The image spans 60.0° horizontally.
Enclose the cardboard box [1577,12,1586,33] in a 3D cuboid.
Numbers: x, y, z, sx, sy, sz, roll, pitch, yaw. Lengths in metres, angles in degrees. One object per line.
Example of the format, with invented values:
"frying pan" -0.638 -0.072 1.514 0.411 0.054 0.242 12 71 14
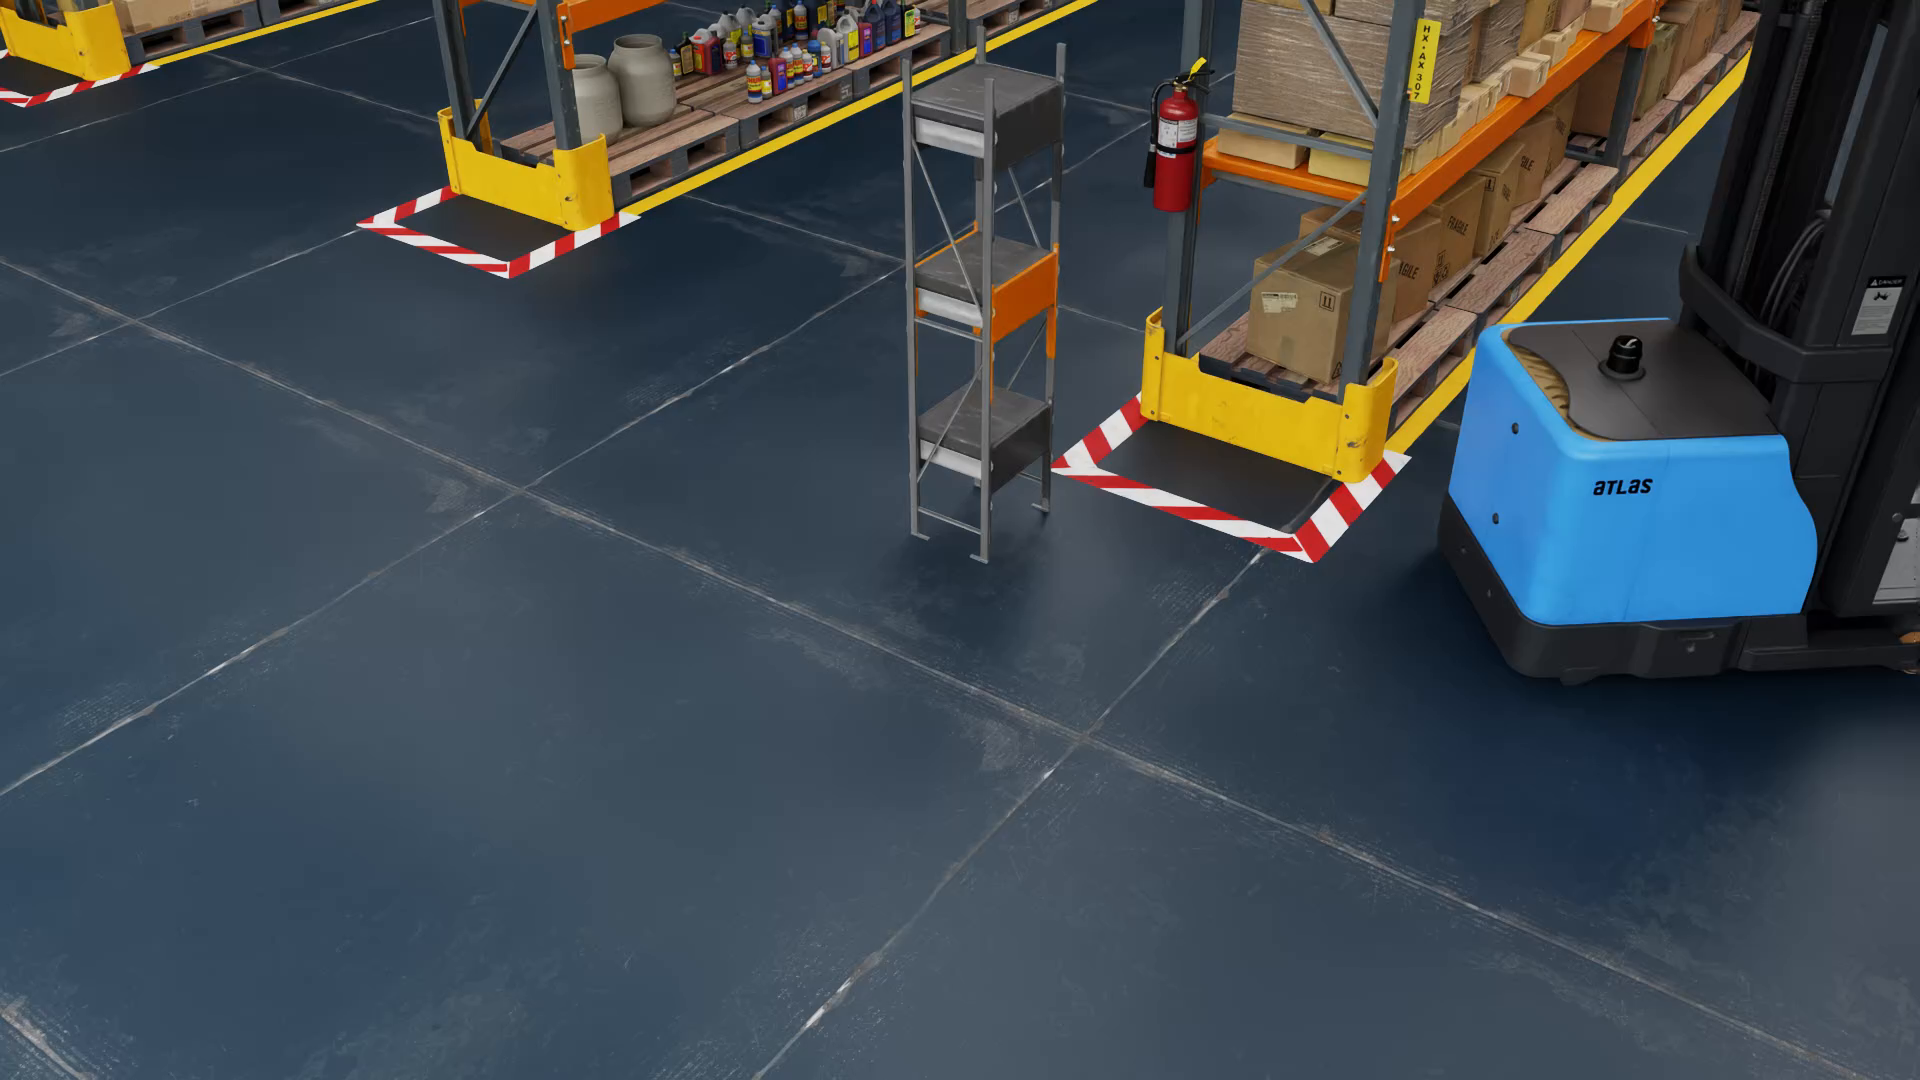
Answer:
"cardboard box" 3.150 -2.831 8.983 0.380 0.149 0.250 21 39 28

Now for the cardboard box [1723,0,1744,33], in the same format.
"cardboard box" 5.590 -4.233 12.670 0.700 0.500 0.500 19 38 26

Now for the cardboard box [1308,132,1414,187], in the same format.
"cardboard box" 1.753 -1.670 7.266 0.380 0.149 0.250 21 39 28

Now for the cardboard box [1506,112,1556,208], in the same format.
"cardboard box" 3.094 -2.261 9.772 0.500 0.500 0.500 -23 40 -30

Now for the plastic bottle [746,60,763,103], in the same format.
"plastic bottle" -1.385 -3.088 11.181 0.097 0.271 0.097 0 34 0

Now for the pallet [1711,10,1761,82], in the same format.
"pallet" 5.509 -3.886 12.808 1.003 0.211 1.213 21 39 28

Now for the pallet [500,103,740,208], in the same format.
"pallet" -2.202 -2.568 10.859 1.003 0.211 1.213 21 39 28

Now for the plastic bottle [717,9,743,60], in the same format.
"plastic bottle" -1.651 -3.620 11.897 0.144 0.351 0.185 23 40 30

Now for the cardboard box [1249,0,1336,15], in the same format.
"cardboard box" 1.505 -2.630 7.214 0.500 0.500 0.500 21 39 28

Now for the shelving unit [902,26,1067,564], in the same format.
"shelving unit" 0.094 -0.946 6.774 0.431 2.100 0.503 21 39 28

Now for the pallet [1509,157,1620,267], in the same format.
"pallet" 3.321 -2.084 10.143 1.003 0.211 1.213 21 39 28

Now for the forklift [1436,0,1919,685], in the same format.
"forklift" 3.585 -0.986 6.092 3.031 2.935 1.130 -3 34 -4

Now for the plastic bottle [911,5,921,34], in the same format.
"plastic bottle" -0.345 -3.898 12.442 0.097 0.201 0.097 0 34 0

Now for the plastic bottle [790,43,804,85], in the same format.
"plastic bottle" -1.132 -3.292 11.482 0.097 0.271 0.097 0 34 0

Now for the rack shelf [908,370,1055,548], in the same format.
"rack shelf" 0.094 -0.355 7.174 0.431 0.518 0.480 21 39 28

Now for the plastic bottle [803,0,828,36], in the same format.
"plastic bottle" -1.076 -3.942 12.373 0.144 0.351 0.185 21 39 28

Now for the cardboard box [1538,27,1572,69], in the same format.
"cardboard box" 2.927 -2.577 8.607 0.380 0.149 0.250 21 39 28

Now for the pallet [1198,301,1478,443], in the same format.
"pallet" 1.930 -0.961 8.483 1.003 0.211 1.213 21 39 28

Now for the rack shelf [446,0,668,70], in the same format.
"rack shelf" -1.534 -3.923 11.016 1.077 0.370 4.000 21 39 28

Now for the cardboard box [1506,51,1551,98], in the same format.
"cardboard box" 2.688 -2.329 8.241 0.380 0.149 0.250 21 39 28

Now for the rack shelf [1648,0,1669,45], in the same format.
"rack shelf" 4.816 -4.182 11.399 1.077 0.370 4.000 21 39 28

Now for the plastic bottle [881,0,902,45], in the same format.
"plastic bottle" -0.524 -3.838 12.220 0.144 0.351 0.185 20 39 27

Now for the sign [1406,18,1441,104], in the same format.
"sign" 1.840 -1.904 6.615 0.100 0.325 0.005 21 39 28

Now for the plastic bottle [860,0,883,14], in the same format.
"plastic bottle" -0.643 -3.884 12.288 0.144 0.351 0.185 21 39 28

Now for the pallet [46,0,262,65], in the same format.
"pallet" -6.340 -4.095 13.117 1.003 0.211 1.213 21 39 28

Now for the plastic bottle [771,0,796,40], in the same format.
"plastic bottle" -1.302 -3.901 12.313 0.144 0.351 0.185 20 39 26

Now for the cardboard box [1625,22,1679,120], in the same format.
"cardboard box" 4.330 -3.196 11.136 0.700 0.500 0.500 21 39 28

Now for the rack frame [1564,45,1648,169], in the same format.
"rack frame" 3.675 -3.560 9.836 1.000 3.000 0.127 21 39 28

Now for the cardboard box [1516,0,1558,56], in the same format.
"cardboard box" 2.532 -2.839 8.415 0.875 0.500 0.500 21 39 28

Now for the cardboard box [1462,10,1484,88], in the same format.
"cardboard box" 1.917 -2.396 7.761 0.875 0.500 0.500 21 39 28

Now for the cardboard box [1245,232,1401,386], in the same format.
"cardboard box" 1.764 -1.139 8.114 0.500 0.500 0.500 -29 43 -35

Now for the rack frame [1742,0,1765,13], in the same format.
"rack frame" 5.956 -5.400 12.558 1.000 3.000 0.127 21 39 28

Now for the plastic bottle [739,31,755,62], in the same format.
"plastic bottle" -1.527 -3.539 11.911 0.097 0.201 0.097 0 34 0

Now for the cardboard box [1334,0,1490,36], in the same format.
"cardboard box" 1.932 -2.464 6.968 0.500 0.500 0.500 21 39 28

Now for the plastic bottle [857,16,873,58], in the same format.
"plastic bottle" -0.692 -3.634 11.978 0.061 0.283 0.133 24 41 31

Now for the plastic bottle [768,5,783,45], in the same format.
"plastic bottle" -1.356 -3.788 12.217 0.097 0.271 0.097 0 34 0

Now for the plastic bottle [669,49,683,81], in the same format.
"plastic bottle" -1.987 -3.309 11.571 0.097 0.201 0.097 0 34 0

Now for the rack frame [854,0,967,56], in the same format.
"rack frame" -0.394 -5.142 12.175 1.000 3.000 0.127 21 39 28

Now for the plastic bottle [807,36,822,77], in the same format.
"plastic bottle" -1.017 -3.385 11.620 0.097 0.271 0.097 0 34 0

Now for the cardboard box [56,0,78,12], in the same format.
"cardboard box" -6.679 -4.261 12.953 0.500 0.250 0.500 21 39 28

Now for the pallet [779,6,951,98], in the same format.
"pallet" -0.811 -3.691 12.519 1.003 0.211 1.213 21 39 28

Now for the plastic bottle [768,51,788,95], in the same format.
"plastic bottle" -1.241 -3.191 11.323 0.061 0.283 0.133 22 40 29

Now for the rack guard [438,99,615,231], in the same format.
"rack guard" -2.670 -2.315 10.228 1.175 0.500 0.348 21 39 28

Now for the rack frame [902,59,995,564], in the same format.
"rack frame" -0.045 -0.834 6.608 0.400 2.100 0.015 21 39 28

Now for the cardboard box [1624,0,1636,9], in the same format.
"cardboard box" 3.644 -3.151 9.456 0.380 0.149 0.250 21 39 28

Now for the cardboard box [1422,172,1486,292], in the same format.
"cardboard box" 2.450 -1.707 8.954 0.500 0.500 0.500 25 42 32

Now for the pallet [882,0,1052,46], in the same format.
"pallet" 0.022 -4.360 13.509 1.003 0.211 1.213 21 39 28

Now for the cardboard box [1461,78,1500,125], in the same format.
"cardboard box" 2.340 -2.123 7.937 0.380 0.149 0.250 21 39 28

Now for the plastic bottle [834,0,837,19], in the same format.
"plastic bottle" -0.993 -4.111 12.757 0.097 0.201 0.097 0 34 0

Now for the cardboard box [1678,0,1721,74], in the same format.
"cardboard box" 4.967 -3.710 11.897 0.700 0.500 0.500 25 41 32

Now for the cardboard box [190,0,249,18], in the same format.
"cardboard box" -5.971 -4.327 13.050 0.500 0.250 0.500 21 39 28

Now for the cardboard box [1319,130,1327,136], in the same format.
"cardboard box" 1.530 -1.927 7.646 0.380 0.149 0.250 21 39 28

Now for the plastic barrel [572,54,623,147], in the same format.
"plastic barrel" -2.362 -2.772 10.517 0.421 0.512 0.421 0 34 0

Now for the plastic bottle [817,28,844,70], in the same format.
"plastic bottle" -0.914 -3.497 11.782 0.152 0.276 0.135 22 40 29

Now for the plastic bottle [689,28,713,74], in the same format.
"plastic bottle" -1.821 -3.447 11.709 0.152 0.276 0.135 22 40 29

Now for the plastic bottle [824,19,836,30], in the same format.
"plastic bottle" -0.917 -3.594 11.919 0.061 0.283 0.133 21 39 28

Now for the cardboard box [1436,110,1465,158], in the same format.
"cardboard box" 2.066 -1.889 7.590 0.380 0.149 0.250 21 39 28
